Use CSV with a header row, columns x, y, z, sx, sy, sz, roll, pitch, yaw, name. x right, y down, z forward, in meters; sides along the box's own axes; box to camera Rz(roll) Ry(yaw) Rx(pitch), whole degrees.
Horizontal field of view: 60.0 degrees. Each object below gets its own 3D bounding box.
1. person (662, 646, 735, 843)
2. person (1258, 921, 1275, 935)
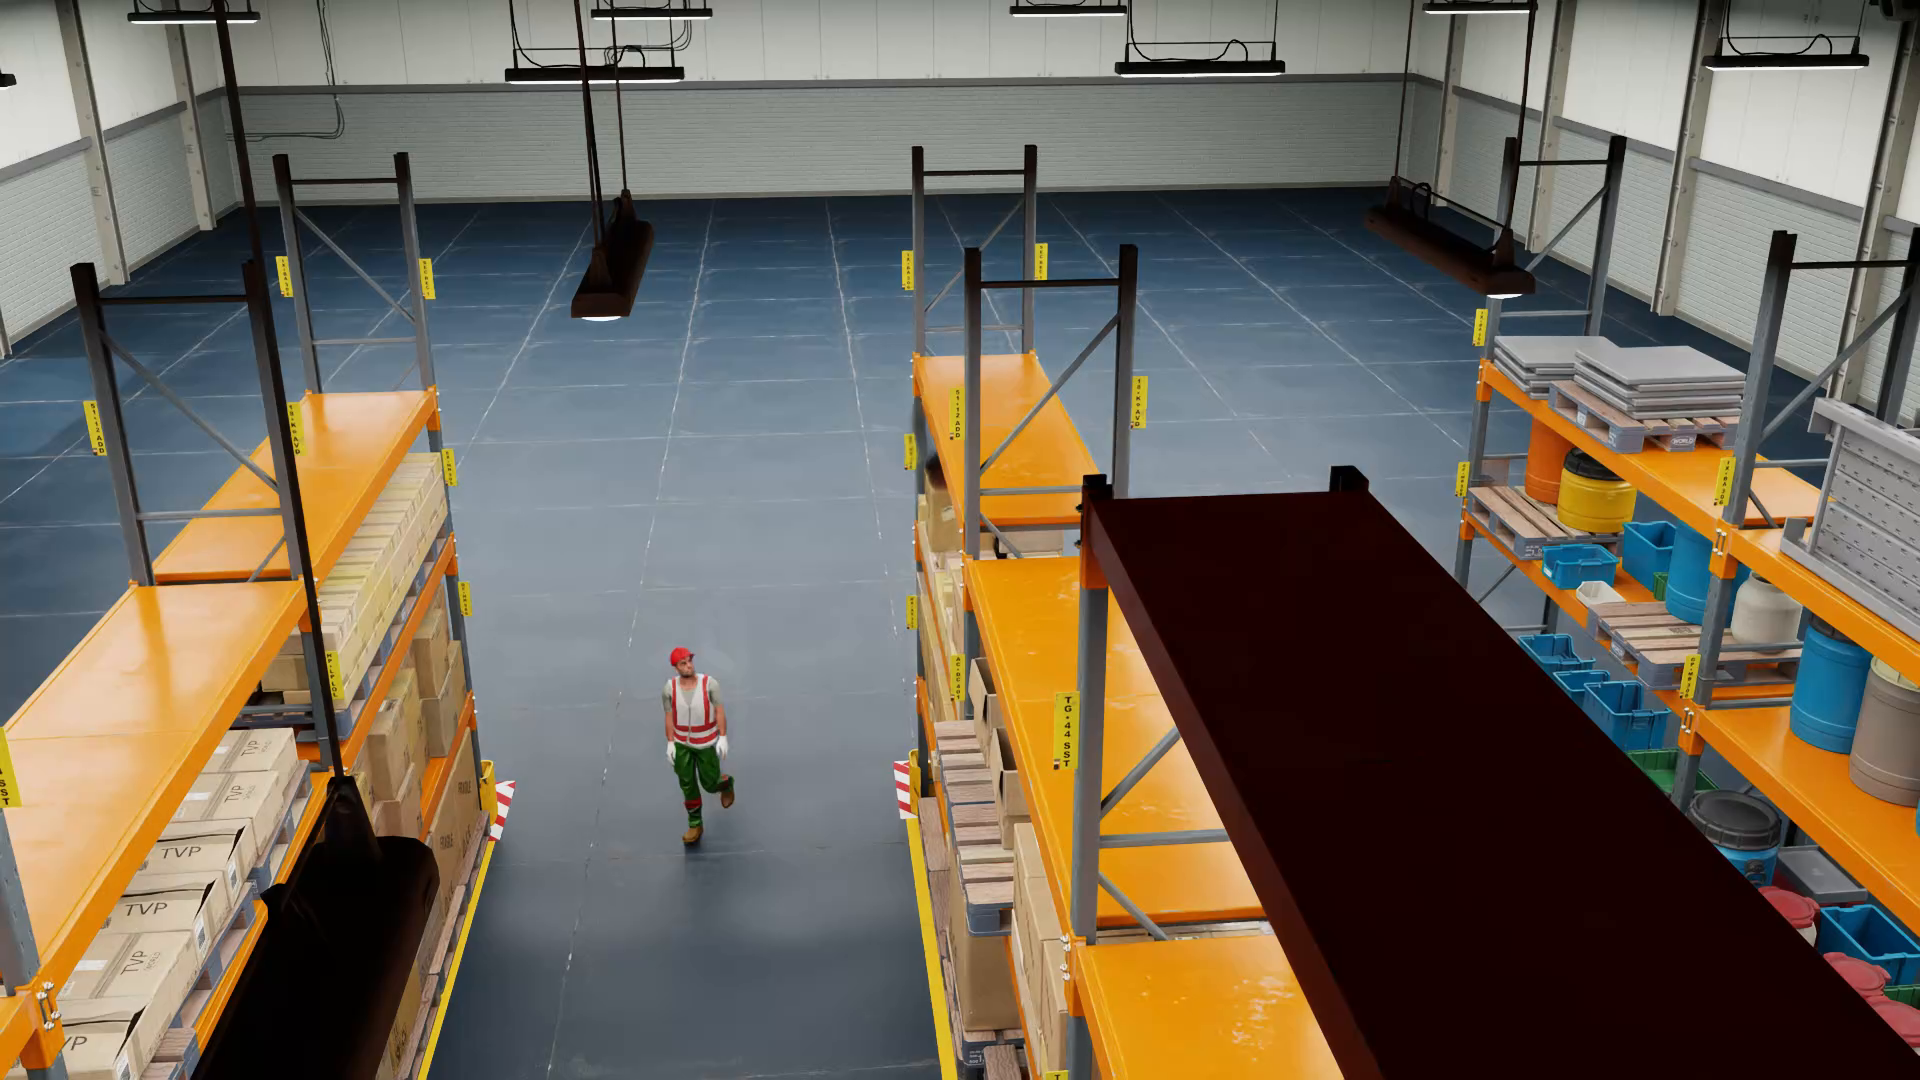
x,y,z,sx,sy,sz,roll,pitch,yaw,name
-2.313,1.770,14.777,0.577,1.752,0.752,8,23,20,person
2.125,3.043,11.602,0.633,1.654,1.028,-1,22,-3,person
